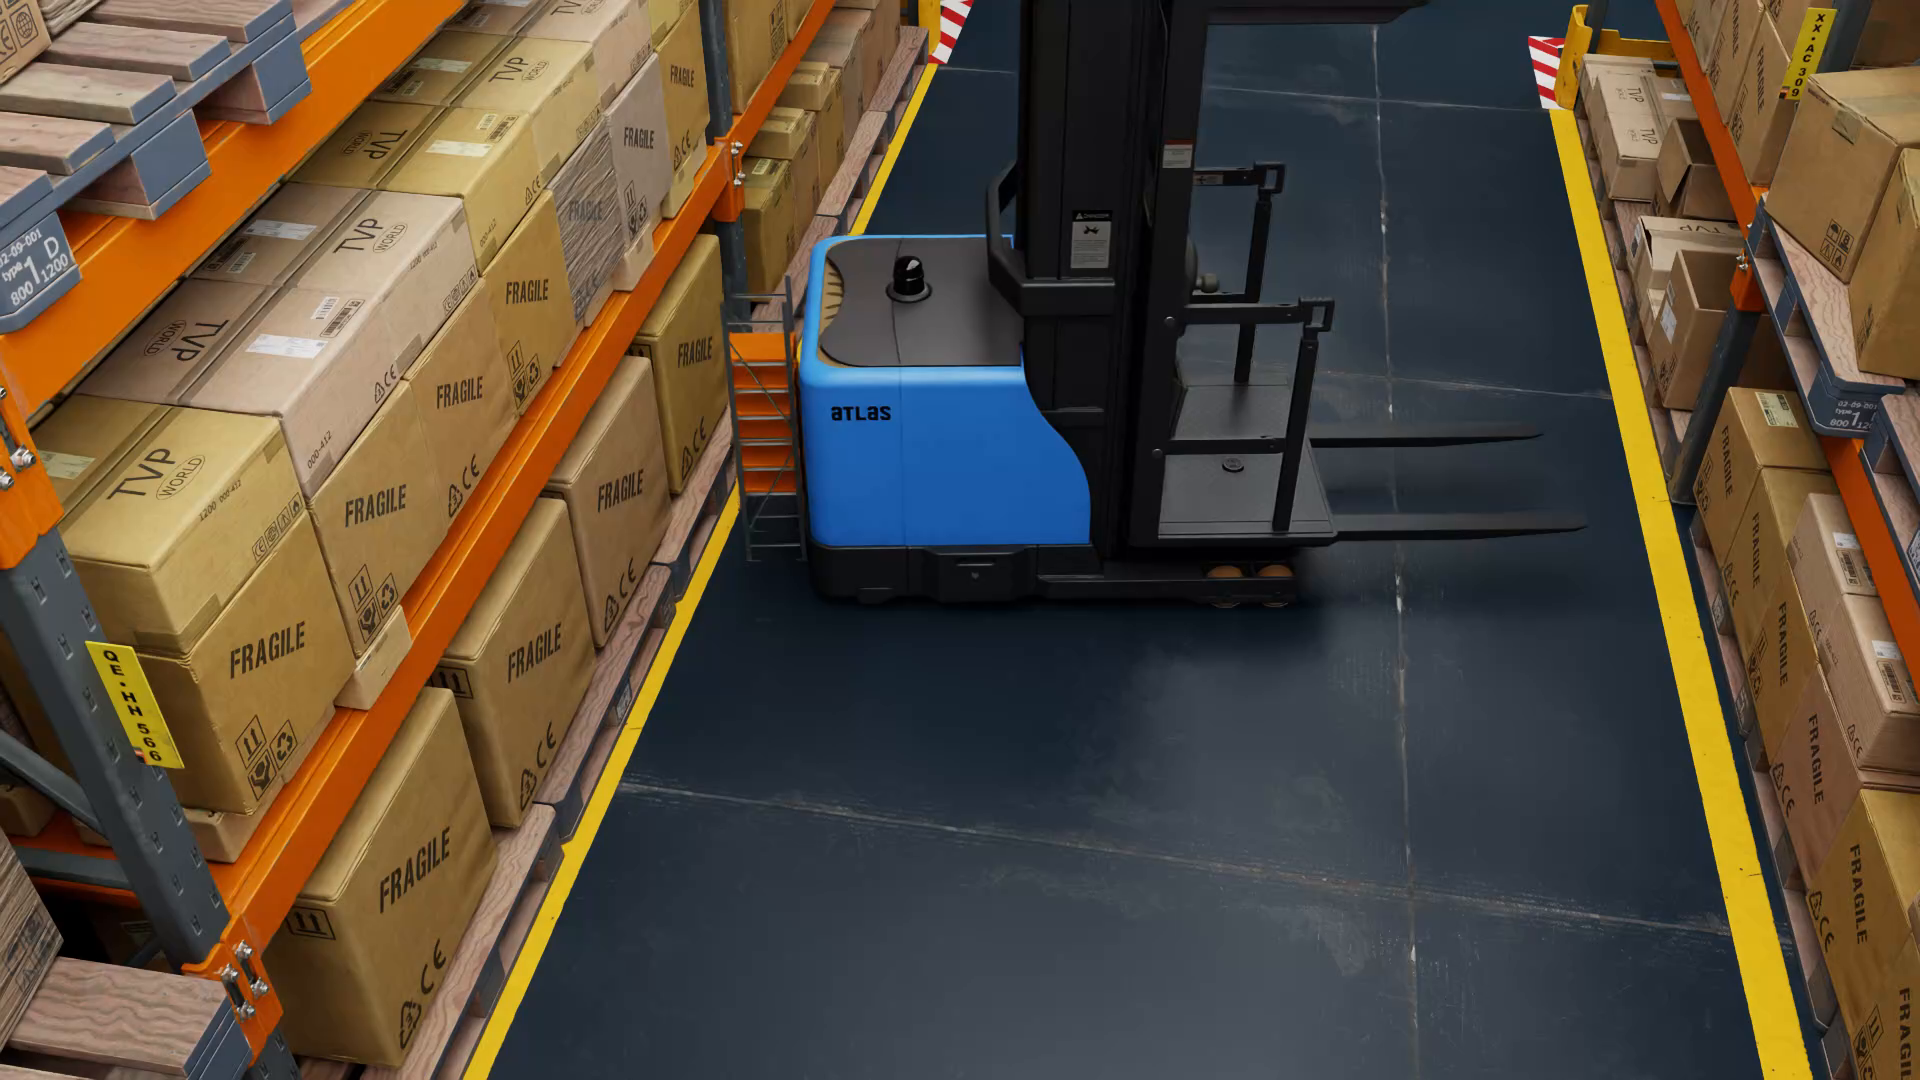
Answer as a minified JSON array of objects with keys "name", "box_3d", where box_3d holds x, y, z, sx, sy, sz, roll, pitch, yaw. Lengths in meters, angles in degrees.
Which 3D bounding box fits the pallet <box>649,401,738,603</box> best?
[{"name":"pallet","box_3d":[-1.474,-0.264,6.903,1.003,0.211,1.213,6,40,8]}]

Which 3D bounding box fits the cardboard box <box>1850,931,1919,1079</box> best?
[{"name":"cardboard box","box_3d":[2.703,1.404,4.314,0.500,0.500,0.500,8,40,9]}]

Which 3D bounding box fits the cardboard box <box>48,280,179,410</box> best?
[{"name":"cardboard box","box_3d":[-2.191,-0.408,3.974,0.500,0.250,0.500,5,40,6]}]

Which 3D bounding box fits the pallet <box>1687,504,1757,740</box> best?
[{"name":"pallet","box_3d":[3.361,0.302,6.219,1.003,0.211,1.213,6,40,8]}]

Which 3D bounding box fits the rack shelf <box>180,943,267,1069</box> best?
[{"name":"rack shelf","box_3d":[-2.453,2.212,2.285,1.077,0.370,4.000,6,40,8]}]

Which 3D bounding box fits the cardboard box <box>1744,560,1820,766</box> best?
[{"name":"cardboard box","box_3d":[2.966,0.432,5.489,0.500,0.500,0.500,7,40,8]}]

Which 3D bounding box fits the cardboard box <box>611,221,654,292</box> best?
[{"name":"cardboard box","box_3d":[-1.292,-1.007,5.796,0.380,0.149,0.250,6,40,8]}]

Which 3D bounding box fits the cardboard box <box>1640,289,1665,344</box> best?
[{"name":"cardboard box","box_3d":[3.290,-0.989,7.484,0.380,0.149,0.250,6,40,8]}]

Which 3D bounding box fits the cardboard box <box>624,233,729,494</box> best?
[{"name":"cardboard box","box_3d":[-1.399,-0.742,6.651,0.750,0.750,0.750,7,40,8]}]

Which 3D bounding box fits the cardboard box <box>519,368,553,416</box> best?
[{"name":"cardboard box","box_3d":[-1.515,-0.540,5.231,0.380,0.149,0.250,8,40,9]}]

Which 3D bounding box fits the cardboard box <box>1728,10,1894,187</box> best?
[{"name":"cardboard box","box_3d":[3.298,-1.667,6.334,0.500,0.500,0.500,7,40,8]}]

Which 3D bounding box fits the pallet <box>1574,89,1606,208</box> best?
[{"name":"pallet","box_3d":[4.007,-2.174,9.214,1.003,0.211,1.213,6,40,8]}]

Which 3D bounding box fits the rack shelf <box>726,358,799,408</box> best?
[{"name":"rack shelf","box_3d":[-0.733,-0.587,6.212,0.258,0.103,0.180,-1,40,-1]}]

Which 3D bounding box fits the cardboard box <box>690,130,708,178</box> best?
[{"name":"cardboard box","box_3d":[-1.195,-1.498,6.390,0.380,0.149,0.250,7,40,8]}]

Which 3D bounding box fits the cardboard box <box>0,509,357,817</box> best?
[{"name":"cardboard box","box_3d":[-1.771,0.242,3.776,0.500,0.500,0.500,8,40,9]}]

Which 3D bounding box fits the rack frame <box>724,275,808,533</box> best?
[{"name":"rack frame","box_3d":[-0.735,-0.495,6.407,0.240,1.200,0.006,-1,40,-1]}]

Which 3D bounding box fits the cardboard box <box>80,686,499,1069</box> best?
[{"name":"cardboard box","box_3d":[-1.851,0.899,4.666,0.750,0.750,0.750,6,40,7]}]

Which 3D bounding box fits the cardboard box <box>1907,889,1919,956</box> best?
[{"name":"cardboard box","box_3d":[2.709,1.080,4.118,0.500,0.250,0.500,8,40,9]}]

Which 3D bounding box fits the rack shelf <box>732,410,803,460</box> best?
[{"name":"rack shelf","box_3d":[-0.733,-0.402,6.365,0.258,0.103,0.180,-1,40,-1]}]

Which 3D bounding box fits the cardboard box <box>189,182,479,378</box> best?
[{"name":"cardboard box","box_3d":[-1.600,-0.678,4.300,0.500,0.250,0.500,7,40,8]}]

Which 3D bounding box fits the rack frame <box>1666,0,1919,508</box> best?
[{"name":"rack frame","box_3d":[3.465,-1.287,5.952,1.000,3.000,0.127,6,40,8]}]

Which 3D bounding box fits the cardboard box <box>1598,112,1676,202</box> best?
[{"name":"cardboard box","box_3d":[3.610,-1.970,8.591,0.500,0.250,0.500,6,40,8]}]

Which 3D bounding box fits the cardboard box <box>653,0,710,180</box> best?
[{"name":"cardboard box","box_3d":[-1.247,-1.674,6.093,0.500,0.500,0.500,6,40,7]}]

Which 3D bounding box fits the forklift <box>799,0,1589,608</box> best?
[{"name":"forklift","box_3d":[0.927,-1.207,5.910,3.031,2.935,1.130,-1,40,-1]}]

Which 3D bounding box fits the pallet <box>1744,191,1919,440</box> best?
[{"name":"pallet","box_3d":[3.219,-0.723,5.422,1.003,0.211,1.213,6,40,8]}]

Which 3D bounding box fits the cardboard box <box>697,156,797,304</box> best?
[{"name":"cardboard box","box_3d":[-1.185,-1.487,7.827,0.700,0.500,0.500,7,40,8]}]

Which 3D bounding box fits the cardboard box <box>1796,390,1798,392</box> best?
[{"name":"cardboard box","box_3d":[3.750,-0.660,6.959,0.500,0.311,0.500,6,40,8]}]

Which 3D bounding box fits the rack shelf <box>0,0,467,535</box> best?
[{"name":"rack shelf","box_3d":[-1.761,-1.454,4.366,1.077,0.370,4.000,6,40,8]}]

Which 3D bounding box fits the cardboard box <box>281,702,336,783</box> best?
[{"name":"cardboard box","box_3d":[-1.770,0.430,4.057,0.380,0.149,0.250,7,40,8]}]

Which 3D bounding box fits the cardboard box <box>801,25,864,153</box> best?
[{"name":"cardboard box","box_3d":[-0.918,-2.460,9.003,0.700,0.500,0.500,5,40,6]}]

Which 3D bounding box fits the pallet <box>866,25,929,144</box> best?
[{"name":"pallet","box_3d":[-0.784,-2.756,9.918,1.003,0.211,1.213,6,40,8]}]

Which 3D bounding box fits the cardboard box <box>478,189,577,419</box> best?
[{"name":"cardboard box","box_3d":[-1.502,-0.725,4.945,0.500,0.500,0.500,7,40,9]}]

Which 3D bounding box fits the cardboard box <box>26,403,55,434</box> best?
[{"name":"cardboard box","box_3d":[-2.284,-0.084,3.581,0.500,0.250,0.500,7,40,9]}]

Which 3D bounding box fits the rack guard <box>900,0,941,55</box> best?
[{"name":"rack guard","box_3d":[-0.719,-3.393,10.461,1.175,0.500,0.348,6,40,8]}]

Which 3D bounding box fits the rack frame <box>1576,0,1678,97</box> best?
[{"name":"rack frame","box_3d":[4.157,-3.797,8.989,1.000,3.000,0.127,6,40,8]}]

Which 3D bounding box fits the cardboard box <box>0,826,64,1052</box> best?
[{"name":"cardboard box","box_3d":[-2.179,0.768,3.044,0.700,0.500,0.500,2,40,2]}]

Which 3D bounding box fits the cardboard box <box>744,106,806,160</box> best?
[{"name":"cardboard box","box_3d":[-0.946,-1.932,7.856,0.380,0.149,0.250,8,40,9]}]

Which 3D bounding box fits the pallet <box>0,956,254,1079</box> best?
[{"name":"pallet","box_3d":[-2.125,1.212,3.080,1.213,0.211,1.003,6,40,8]}]

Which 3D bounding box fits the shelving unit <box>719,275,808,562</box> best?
[{"name":"shelving unit","box_3d":[-0.733,-0.437,6.336,0.258,1.200,0.189,-1,40,-1]}]

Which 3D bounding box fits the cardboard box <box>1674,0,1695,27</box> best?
[{"name":"cardboard box","box_3d":[3.559,-2.634,7.503,0.500,0.500,0.500,7,40,8]}]

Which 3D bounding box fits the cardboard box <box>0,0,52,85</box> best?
[{"name":"cardboard box","box_3d":[-2.081,-0.990,2.815,0.700,0.500,0.500,3,40,4]}]

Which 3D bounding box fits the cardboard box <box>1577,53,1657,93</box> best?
[{"name":"cardboard box","box_3d":[3.746,-2.643,9.485,0.380,0.149,0.250,6,40,8]}]
